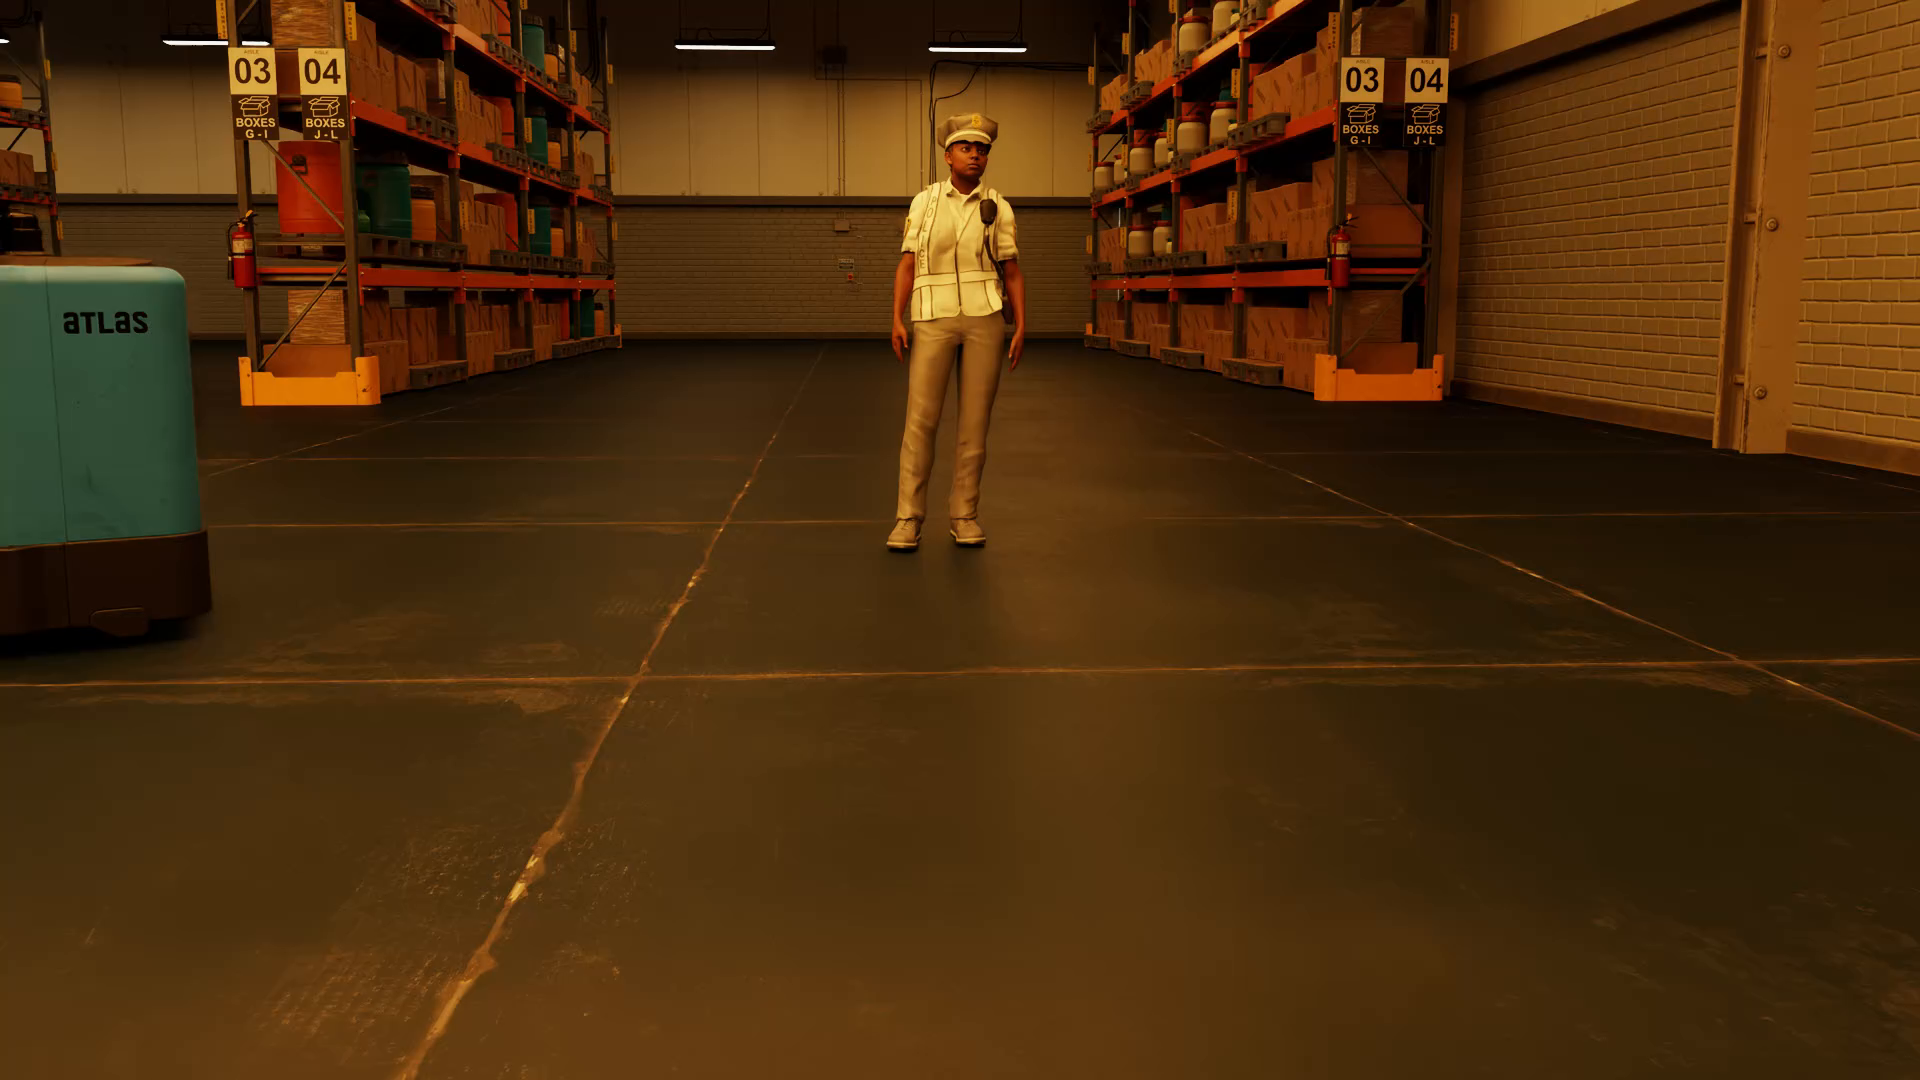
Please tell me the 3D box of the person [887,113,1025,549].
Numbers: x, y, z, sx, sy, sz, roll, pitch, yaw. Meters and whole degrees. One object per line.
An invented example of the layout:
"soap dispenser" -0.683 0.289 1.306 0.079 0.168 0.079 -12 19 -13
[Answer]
"person" -0.015 -0.834 6.609 0.569 1.695 0.528 -1 8 -4

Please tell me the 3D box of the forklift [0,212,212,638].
"forklift" -3.733 -1.110 4.303 3.031 2.935 1.130 -5 10 -31
